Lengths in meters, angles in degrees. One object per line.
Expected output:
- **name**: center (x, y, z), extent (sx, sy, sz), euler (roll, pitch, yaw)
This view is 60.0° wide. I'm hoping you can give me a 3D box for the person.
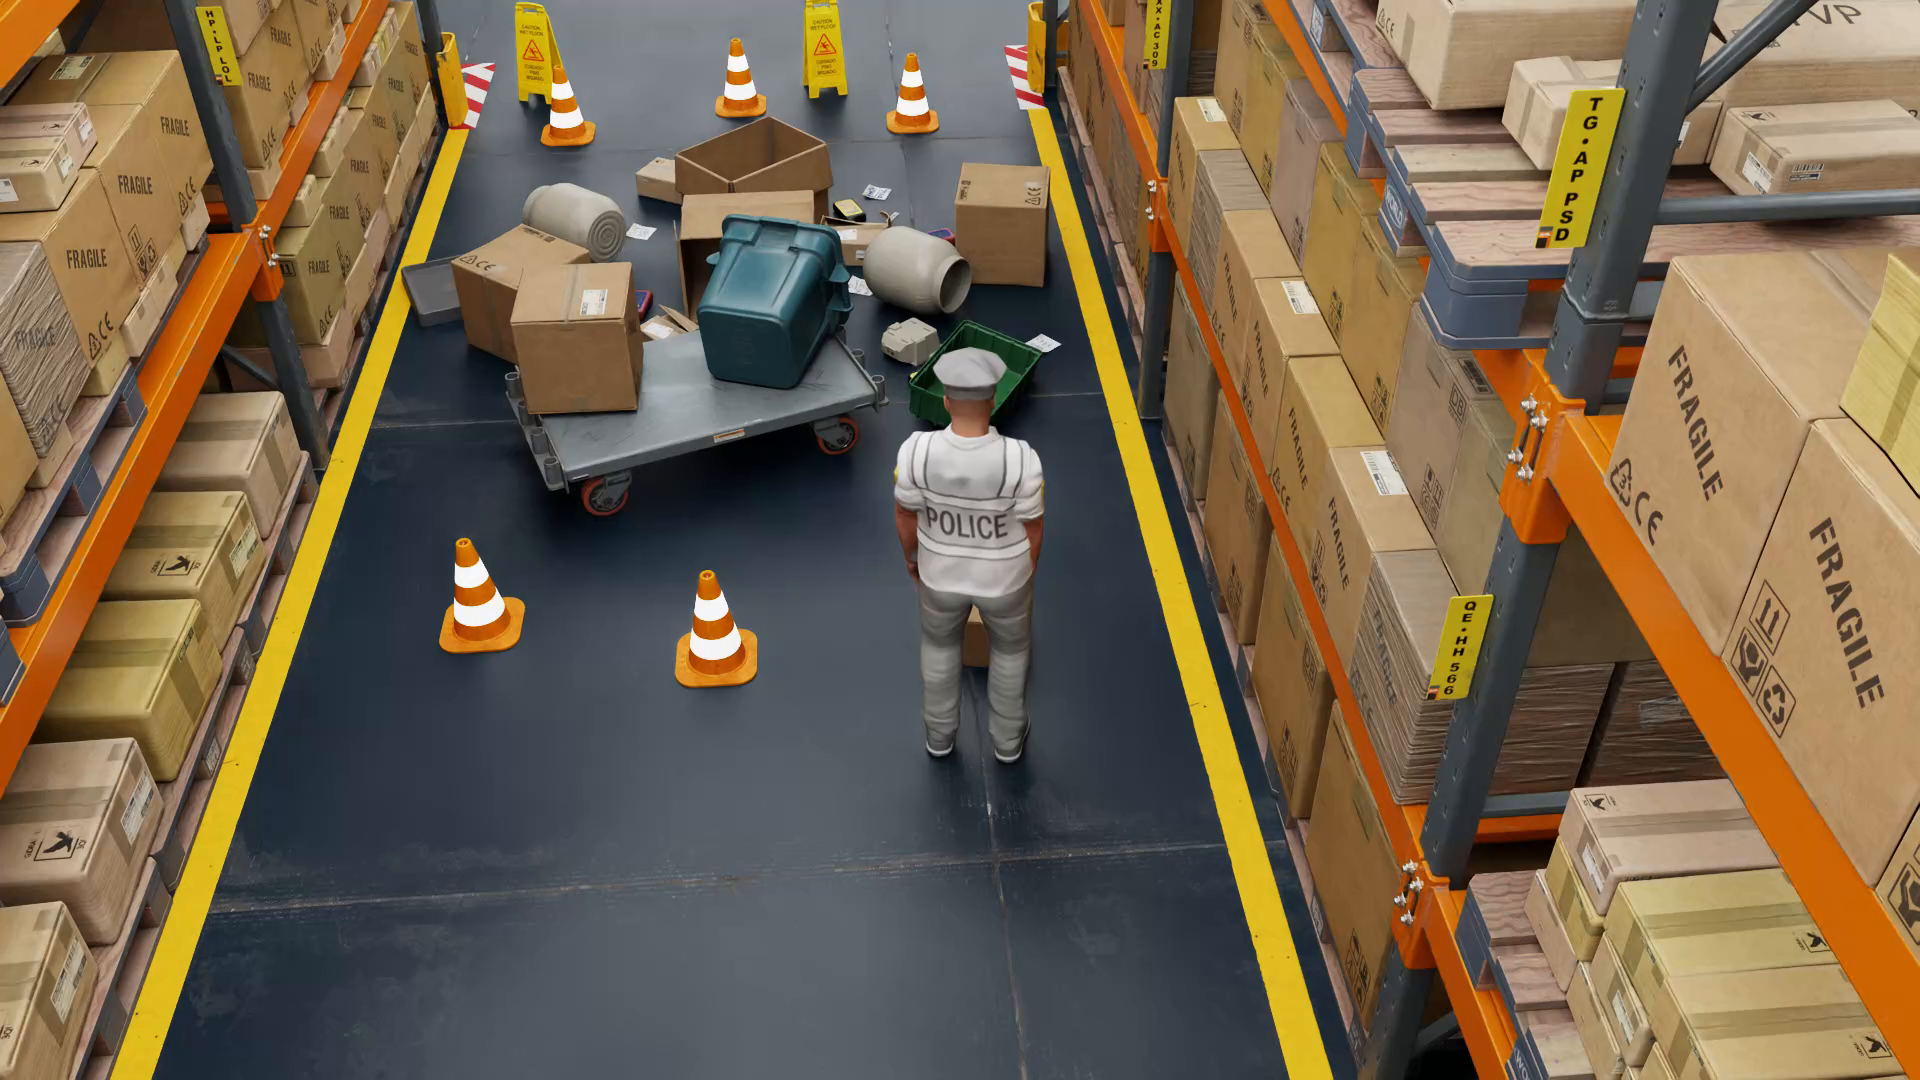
- **person**: center (0.037, 0.097, 6.044), extent (0.531, 1.738, 0.391), euler (5, 39, 7)
